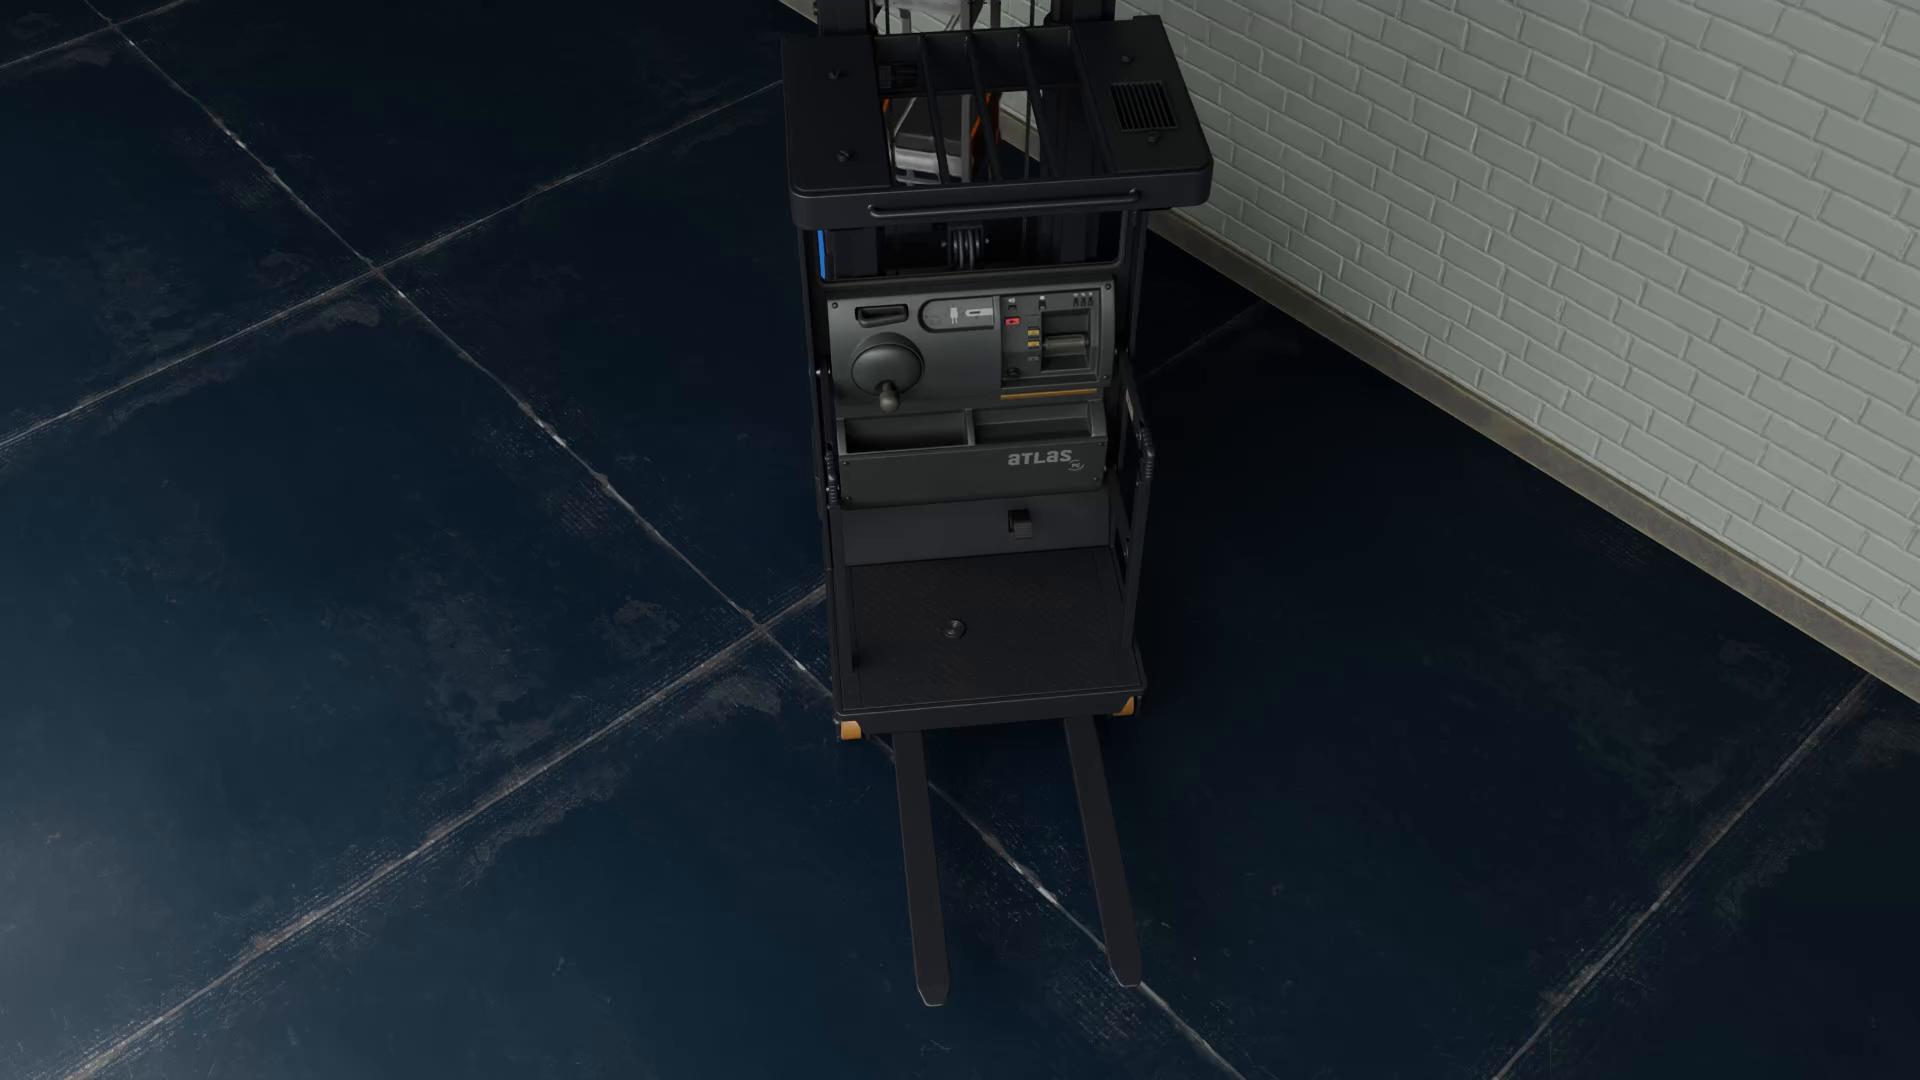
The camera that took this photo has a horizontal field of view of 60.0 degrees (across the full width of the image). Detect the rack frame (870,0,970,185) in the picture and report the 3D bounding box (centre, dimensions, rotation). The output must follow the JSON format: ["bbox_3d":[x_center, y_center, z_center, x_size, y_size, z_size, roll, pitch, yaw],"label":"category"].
[{"bbox_3d":[-0.155,-1.430,6.640,0.400,2.100,0.015,10,49,10],"label":"rack frame"}]

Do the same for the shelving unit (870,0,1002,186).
[{"bbox_3d":[-0.096,-1.605,6.799,0.431,2.100,0.503,10,49,10],"label":"shelving unit"}]

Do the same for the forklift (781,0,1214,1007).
[{"bbox_3d":[0.066,-0.538,5.253,1.130,2.935,3.031,-5,47,-4],"label":"forklift"}]

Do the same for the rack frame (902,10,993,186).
[{"bbox_3d":[-0.036,-1.780,6.959,0.400,2.100,0.015,10,49,10],"label":"rack frame"}]

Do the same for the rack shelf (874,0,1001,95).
[{"bbox_3d":[-0.098,-2.067,6.292,0.431,0.518,0.480,10,49,10],"label":"rack shelf"}]

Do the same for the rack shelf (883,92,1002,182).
[{"bbox_3d":[-0.096,-1.596,6.809,0.431,0.518,0.480,10,49,10],"label":"rack shelf"}]
